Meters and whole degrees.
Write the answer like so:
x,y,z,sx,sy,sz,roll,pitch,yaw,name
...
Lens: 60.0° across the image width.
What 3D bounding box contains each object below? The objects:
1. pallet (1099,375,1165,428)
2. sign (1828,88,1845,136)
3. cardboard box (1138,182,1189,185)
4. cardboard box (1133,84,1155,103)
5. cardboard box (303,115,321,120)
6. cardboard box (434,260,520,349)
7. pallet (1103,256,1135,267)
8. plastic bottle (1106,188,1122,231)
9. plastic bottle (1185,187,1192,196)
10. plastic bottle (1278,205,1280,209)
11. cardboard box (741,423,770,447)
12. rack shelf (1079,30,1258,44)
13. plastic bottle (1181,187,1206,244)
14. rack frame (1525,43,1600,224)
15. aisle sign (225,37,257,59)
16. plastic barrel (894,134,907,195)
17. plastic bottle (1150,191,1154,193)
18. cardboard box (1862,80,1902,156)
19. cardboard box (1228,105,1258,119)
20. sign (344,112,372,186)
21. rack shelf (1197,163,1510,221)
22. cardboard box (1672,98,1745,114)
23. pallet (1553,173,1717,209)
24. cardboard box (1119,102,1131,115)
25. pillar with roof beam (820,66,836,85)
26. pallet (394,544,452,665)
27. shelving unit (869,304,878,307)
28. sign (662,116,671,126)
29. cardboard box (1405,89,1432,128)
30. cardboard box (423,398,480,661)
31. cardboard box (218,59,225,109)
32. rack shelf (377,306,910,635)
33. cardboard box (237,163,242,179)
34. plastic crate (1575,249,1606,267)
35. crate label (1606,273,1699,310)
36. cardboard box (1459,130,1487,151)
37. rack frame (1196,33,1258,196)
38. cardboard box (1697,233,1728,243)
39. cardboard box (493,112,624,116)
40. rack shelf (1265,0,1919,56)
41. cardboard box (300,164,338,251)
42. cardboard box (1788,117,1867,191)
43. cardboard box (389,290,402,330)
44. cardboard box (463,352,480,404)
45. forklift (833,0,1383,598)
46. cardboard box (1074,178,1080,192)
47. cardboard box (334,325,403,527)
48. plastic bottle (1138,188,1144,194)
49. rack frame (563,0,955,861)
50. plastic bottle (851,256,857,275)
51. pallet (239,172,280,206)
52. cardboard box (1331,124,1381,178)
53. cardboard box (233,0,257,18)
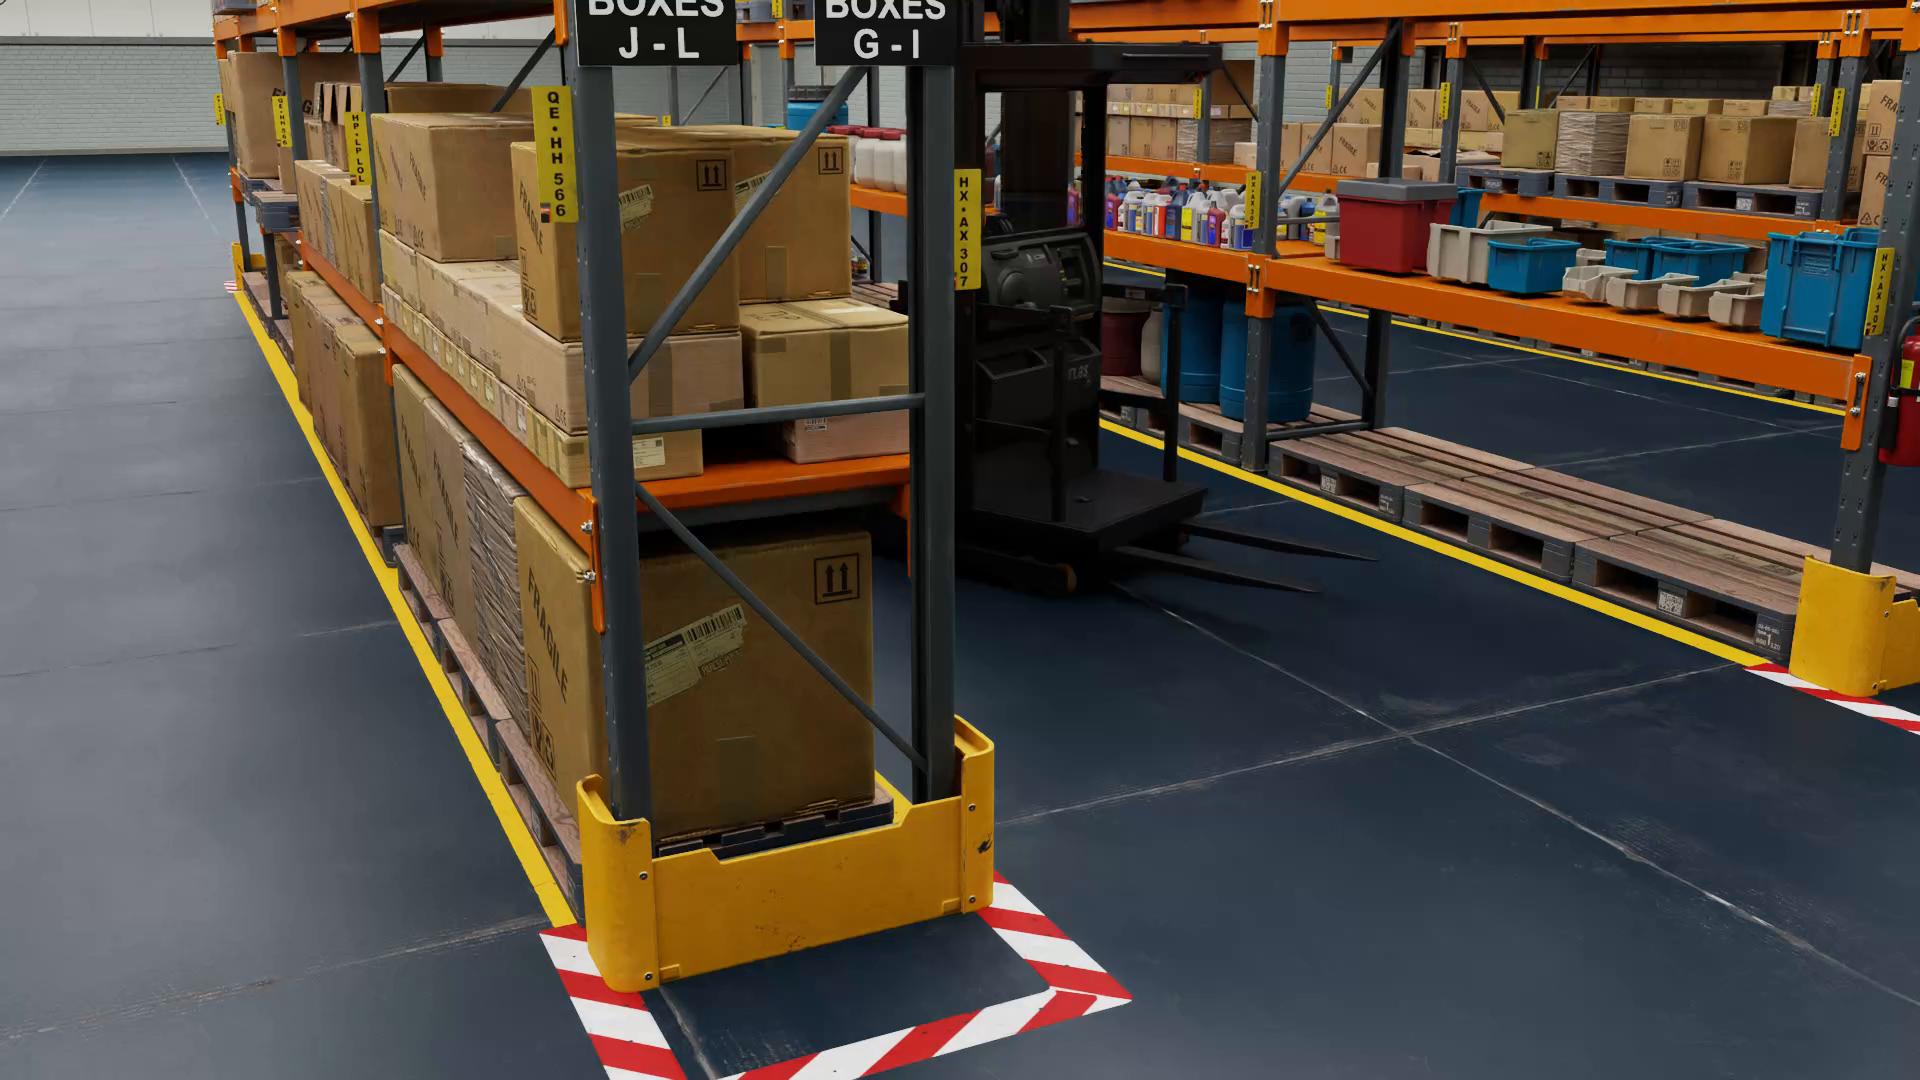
x,y,z,sx,sy,sz,roll,pitch,yaw,name
1.371,-1.081,12.134,1.003,0.211,1.213,-8,18,-25,pallet
6.167,-3.008,11.696,0.100,0.325,0.005,-8,18,-25,sign
2.579,-4.268,21.050,0.500,0.500,0.500,-8,18,-25,cardboard box
2.518,-5.533,20.062,0.700,0.500,0.500,-8,18,-25,cardboard box
-4.904,-3.140,13.305,0.797,0.503,0.637,-6,17,-19,cardboard box
-1.617,-0.871,6.081,0.500,0.250,0.500,-8,18,-25,cardboard box
2.311,-3.668,21.150,1.003,0.211,1.213,-8,18,-25,pallet
1.063,-2.283,11.479,0.061,0.283,0.133,-8,18,-25,plastic bottle
1.602,-2.371,11.807,0.097,0.271,0.097,0,16,0,plastic bottle
2.121,-2.134,11.109,0.097,0.201,0.097,0,16,0,plastic bottle
-0.462,-0.402,5.169,0.380,0.149,0.250,-8,18,-26,cardboard box
2.284,-6.095,20.418,1.077,0.370,4.000,-8,18,-25,rack shelf
1.513,-2.086,10.673,0.144,0.351,0.185,-8,18,-25,plastic bottle
7.611,-5.103,21.094,1.000,3.000,0.127,-8,18,-25,rack frame
-7.796,-5.527,17.861,0.394,0.787,0.004,-8,18,-25,aisle sign
-0.369,-3.301,14.613,0.421,0.512,0.421,0,16,0,plastic barrel
1.309,-2.245,11.368,0.097,0.271,0.097,0,16,0,plastic bottle
6.618,-2.897,11.415,0.500,0.500,0.500,-7,17,-23,cardboard box
3.216,-4.953,19.215,0.380,0.149,0.250,-8,18,-25,cardboard box
-2.726,-1.774,7.538,0.100,0.325,0.005,-8,18,-25,sign
4.036,-3.661,17.376,1.077,0.370,4.000,-8,18,-25,rack shelf
8.583,-4.792,19.032,0.700,0.500,0.500,-8,18,-25,cardboard box
5.768,-2.937,13.896,1.003,0.211,1.213,-8,18,-25,pallet
2.174,-5.285,20.372,0.380,0.149,0.250,-7,17,-23,cardboard box
-7.441,-14.340,42.406,9.100,9.000,0.400,-8,18,-25,pillar with roof beam
-1.979,0.215,7.618,1.003,0.211,1.213,-8,18,-25,pallet
-0.932,-0.861,9.710,0.538,1.125,1.048,-9,18,-28,shelving unit
-3.543,-4.965,20.112,0.100,0.325,0.005,-8,18,-25,sign
6.226,-5.985,23.045,0.500,0.500,0.500,-8,18,-27,cardboard box
-1.631,-0.107,6.777,0.875,0.875,0.875,-8,18,-25,cardboard box
-7.503,-4.801,17.510,0.500,0.500,0.500,-8,18,-25,cardboard box
-1.366,-0.482,6.295,1.077,0.370,4.000,-8,18,-25,rack shelf
-7.019,-3.695,16.644,0.380,0.149,0.250,-8,18,-25,cardboard box
3.243,-1.428,8.660,0.293,0.136,0.466,-8,18,-25,plastic crate
3.185,-1.152,7.697,0.396,0.136,0.243,-8,18,-25,crate label
6.920,-5.246,21.827,0.500,0.250,0.500,-8,18,-25,cardboard box
3.160,-4.503,19.005,1.000,3.000,0.127,-8,18,-25,rack frame
8.880,-3.435,19.016,0.700,0.500,0.500,-8,18,-25,cardboard box
-1.800,-1.673,7.515,0.500,0.500,0.500,-7,17,-23,cardboard box
3.086,-2.522,7.967,1.077,0.370,4.000,-8,18,-25,rack shelf
-3.798,-2.082,10.387,0.500,0.500,0.500,-8,18,-26,cardboard box
6.658,-2.914,12.524,0.500,0.500,0.700,15,22,42,cardboard box
-2.296,-1.024,7.336,0.380,0.149,0.250,-8,18,-27,cardboard box
-1.505,-0.576,5.777,0.380,0.149,0.250,-8,18,-25,cardboard box
0.555,-1.300,7.968,3.031,2.935,1.130,12,20,37,forklift
1.663,-4.452,21.690,0.500,0.500,0.500,-8,18,-25,cardboard box
-2.541,-0.660,8.704,1.225,0.875,0.875,-8,18,-25,cardboard box
1.367,-2.561,12.596,0.097,0.201,0.097,0,16,0,plastic bottle
-0.490,-0.331,4.468,1.000,3.000,0.127,-8,18,-25,rack frame
-1.129,-2.954,17.883,0.097,0.201,0.097,0,16,0,plastic bottle
-5.543,-3.008,14.141,1.003,0.211,1.213,-8,18,-25,pallet
4.162,-3.973,16.977,0.500,0.500,0.500,-9,18,-28,cardboard box
-6.181,-4.758,14.727,0.500,0.250,0.500,-7,17,-23,cardboard box
